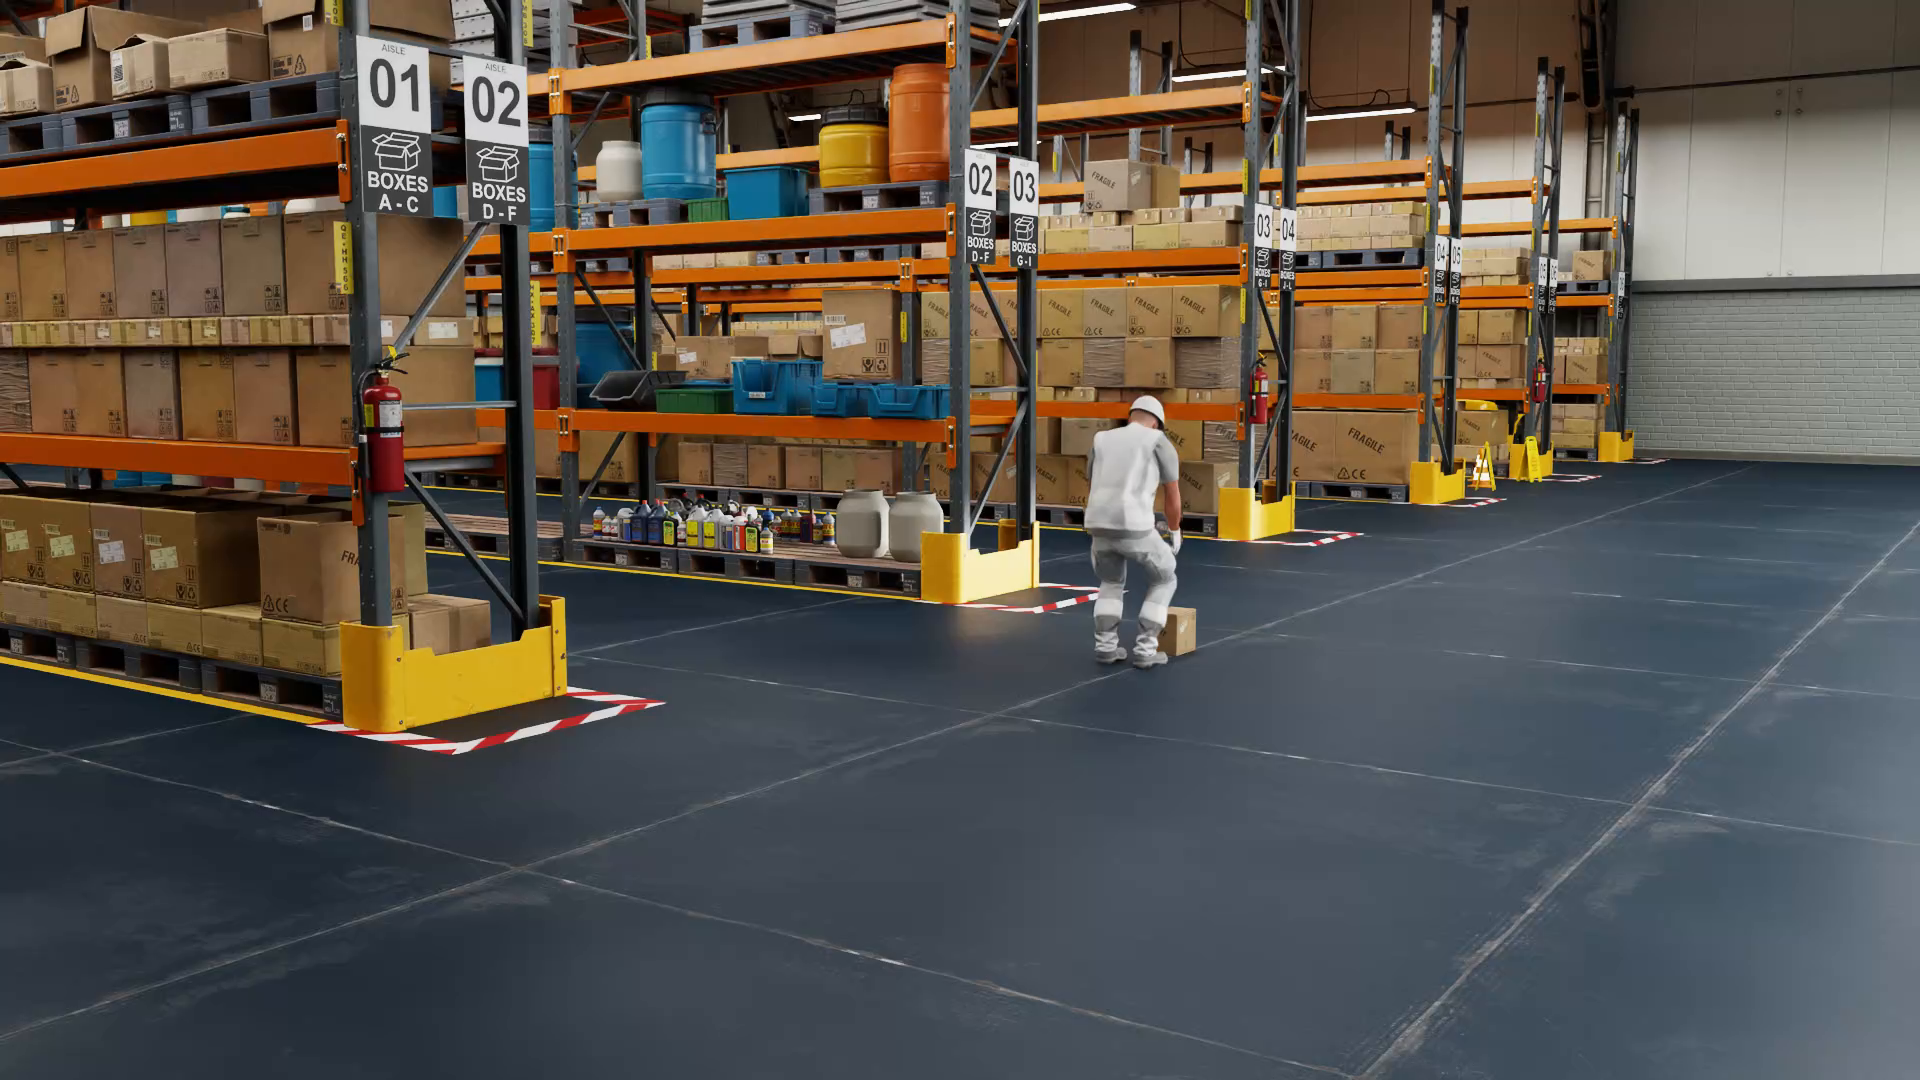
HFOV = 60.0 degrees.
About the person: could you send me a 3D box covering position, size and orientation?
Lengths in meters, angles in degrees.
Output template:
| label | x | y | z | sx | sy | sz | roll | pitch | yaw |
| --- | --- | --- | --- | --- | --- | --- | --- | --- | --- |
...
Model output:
| label | x | y | z | sx | sy | sz | roll | pitch | yaw |
| --- | --- | --- | --- | --- | --- | --- | --- | --- | --- |
| person | 0.969 | -0.058 | 9.535 | 0.579 | 1.528 | 0.690 | 4 | 7 | 34 |
